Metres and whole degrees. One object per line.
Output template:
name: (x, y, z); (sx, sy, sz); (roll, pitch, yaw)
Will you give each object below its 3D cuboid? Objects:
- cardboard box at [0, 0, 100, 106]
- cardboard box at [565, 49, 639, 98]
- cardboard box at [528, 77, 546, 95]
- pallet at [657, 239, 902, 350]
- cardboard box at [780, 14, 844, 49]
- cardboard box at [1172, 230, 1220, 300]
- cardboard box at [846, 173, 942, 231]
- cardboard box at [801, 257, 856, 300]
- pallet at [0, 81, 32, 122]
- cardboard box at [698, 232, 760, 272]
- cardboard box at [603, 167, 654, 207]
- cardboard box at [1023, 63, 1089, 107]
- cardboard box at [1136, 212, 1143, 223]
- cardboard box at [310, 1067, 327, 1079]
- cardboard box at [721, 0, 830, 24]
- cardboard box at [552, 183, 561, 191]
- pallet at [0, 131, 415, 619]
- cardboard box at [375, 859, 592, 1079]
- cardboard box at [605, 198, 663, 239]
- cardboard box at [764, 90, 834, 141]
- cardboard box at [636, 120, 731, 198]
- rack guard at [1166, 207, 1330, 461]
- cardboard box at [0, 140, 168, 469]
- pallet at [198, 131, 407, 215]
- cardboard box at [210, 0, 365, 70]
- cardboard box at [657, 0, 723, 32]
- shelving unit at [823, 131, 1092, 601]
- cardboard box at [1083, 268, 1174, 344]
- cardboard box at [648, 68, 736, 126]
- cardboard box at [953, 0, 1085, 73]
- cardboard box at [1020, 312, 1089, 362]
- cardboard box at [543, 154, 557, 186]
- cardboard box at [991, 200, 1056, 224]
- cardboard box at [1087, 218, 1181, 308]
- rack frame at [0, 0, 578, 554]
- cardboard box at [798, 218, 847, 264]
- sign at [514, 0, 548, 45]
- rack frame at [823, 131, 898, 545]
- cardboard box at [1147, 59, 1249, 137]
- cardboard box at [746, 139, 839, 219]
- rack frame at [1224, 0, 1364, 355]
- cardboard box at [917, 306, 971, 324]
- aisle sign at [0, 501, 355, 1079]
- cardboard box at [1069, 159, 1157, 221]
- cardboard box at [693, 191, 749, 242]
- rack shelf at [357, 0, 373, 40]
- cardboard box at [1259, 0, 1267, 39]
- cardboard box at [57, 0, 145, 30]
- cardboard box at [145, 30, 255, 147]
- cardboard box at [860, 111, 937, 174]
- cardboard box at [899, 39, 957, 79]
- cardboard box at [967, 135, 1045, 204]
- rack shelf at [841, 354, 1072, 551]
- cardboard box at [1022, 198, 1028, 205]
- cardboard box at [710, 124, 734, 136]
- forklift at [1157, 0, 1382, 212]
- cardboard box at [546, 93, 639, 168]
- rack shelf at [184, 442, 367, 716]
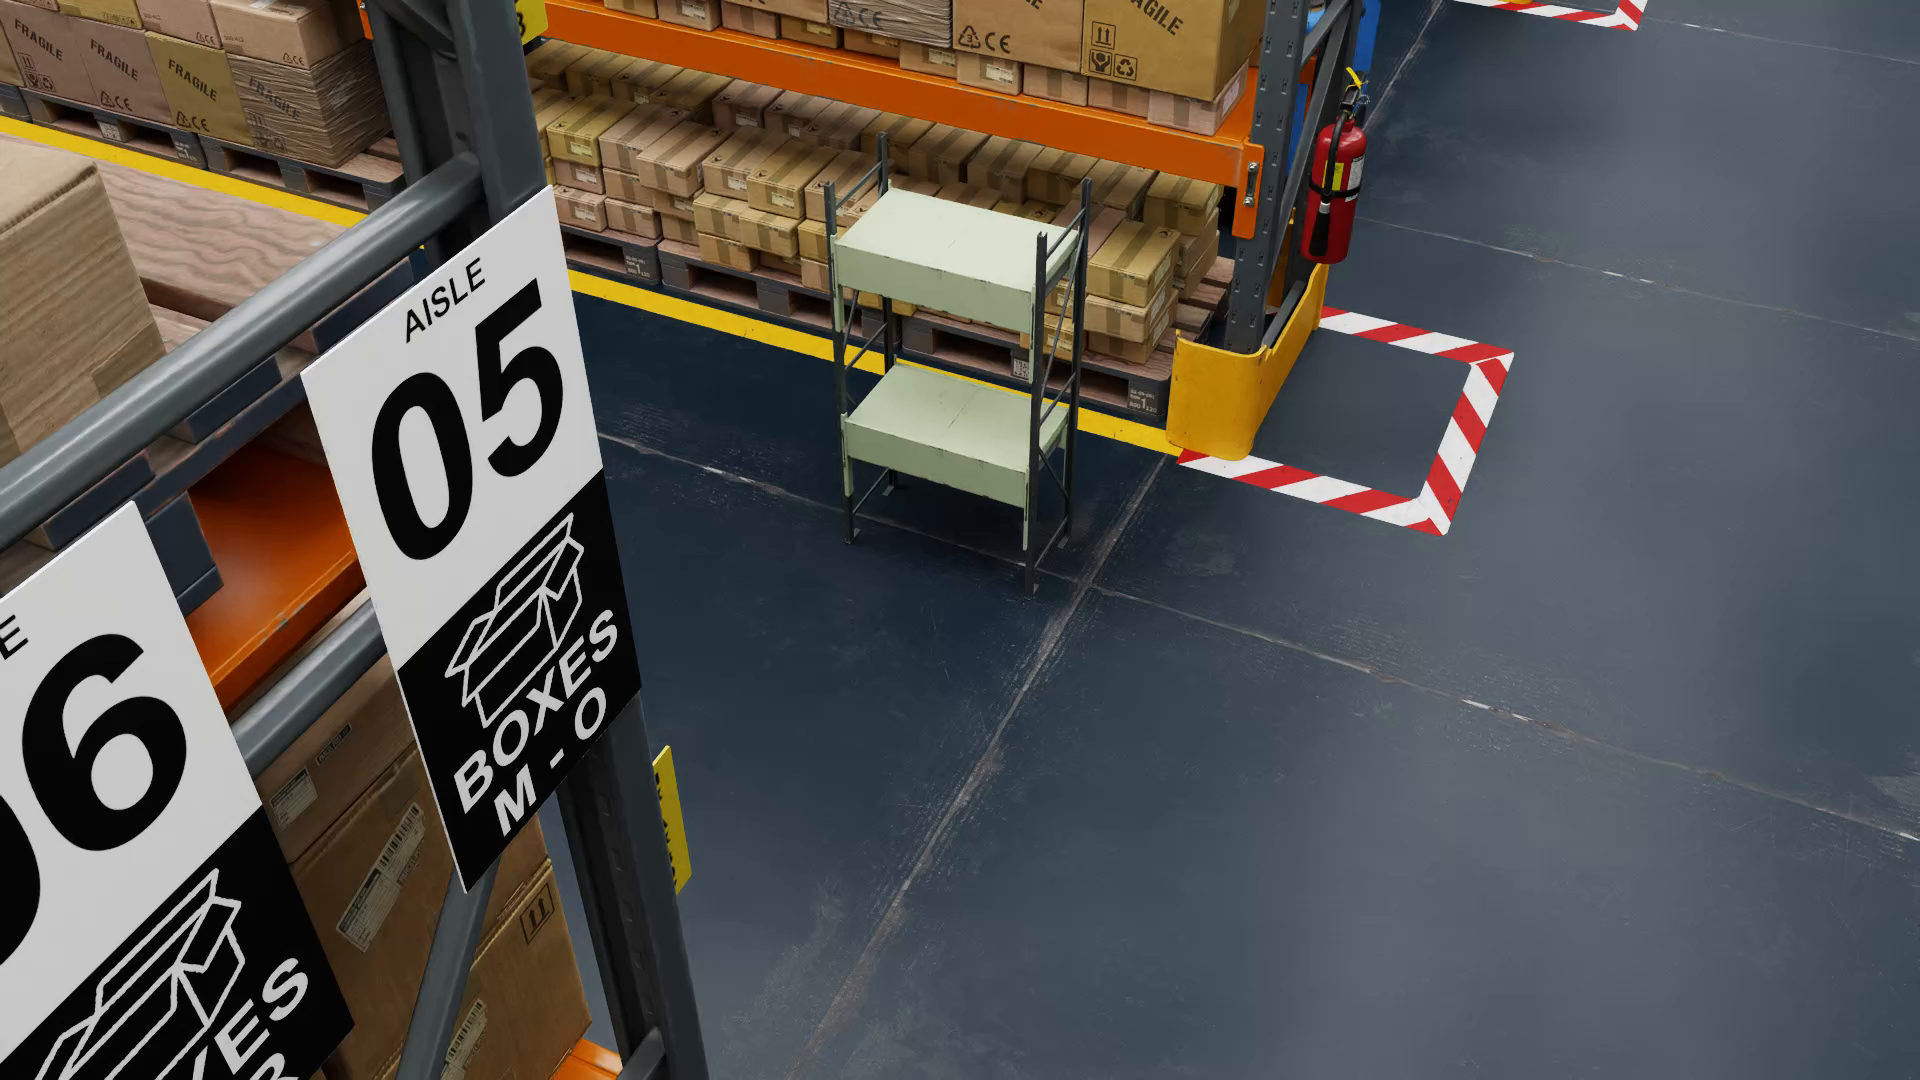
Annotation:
cardboard box: (-4.511, -2.612, 8.561); (0.500, 0.500, 0.500); (16, 43, 18)
cardboard box: (-1.662, -2.229, 7.933); (0.250, 0.149, 0.380); (18, 44, 19)
cardboard box: (-2.119, -2.002, 7.671); (0.250, 0.149, 0.380); (19, 44, 20)
pallet: (-0.610, -1.358, 7.656); (1.213, 0.211, 1.003); (17, 44, 19)
cardboard box: (-0.511, -2.107, 6.582); (0.250, 0.149, 0.380); (18, 44, 19)
cardboard box: (0.942, -1.223, 7.226); (0.250, 0.149, 0.380); (18, 44, 19)
cardboard box: (-0.272, -1.359, 6.930); (0.250, 0.149, 0.380); (19, 44, 20)
cardboard box: (-0.489, -1.227, 7.231); (0.250, 0.149, 0.380); (18, 44, 19)
pallet: (-5.261, -2.751, 9.262); (1.213, 0.211, 1.003); (17, 44, 19)
cardboard box: (-0.956, -1.369, 7.395); (0.250, 0.149, 0.380); (16, 43, 17)
cardboard box: (-1.403, -1.678, 7.525); (0.250, 0.149, 0.380); (15, 43, 16)
cardboard box: (0.424, -1.785, 6.211); (0.250, 0.149, 0.380); (17, 44, 18)
cardboard box: (0.691, -1.407, 7.212); (0.250, 0.149, 0.380); (17, 44, 18)
cardboard box: (-1.257, 0.752, 2.252); (0.500, 0.500, 0.500); (18, 44, 20)
cardboard box: (-0.610, -2.353, 6.371); (0.500, 0.500, 0.500); (19, 44, 21)
cardboard box: (-1.908, -1.630, 7.696); (0.250, 0.149, 0.380); (18, 44, 20)
pallet: (-1.396, -0.139, 1.898); (1.213, 0.211, 1.003); (17, 44, 19)
cardboard box: (-1.033, 0.819, 2.939); (0.500, 0.500, 0.500); (17, 44, 18)
cardboard box: (-1.410, -1.551, 7.606); (0.250, 0.149, 0.380); (16, 43, 18)
cardboard box: (-0.698, -1.958, 7.621); (0.250, 0.149, 0.380); (16, 43, 17)
cardboard box: (-1.202, -1.672, 7.290); (0.250, 0.149, 0.380); (18, 44, 20)
rack guard: (1.213, -0.883, 6.887); (0.348, 0.500, 1.175); (17, 44, 19)
cardboard box: (-1.166, -0.185, 1.600); (0.500, 0.250, 0.500); (13, 43, 15)
pallet: (-3.049, -2.075, 8.483); (1.213, 0.211, 1.003); (17, 44, 19)
cardboard box: (-3.125, -2.468, 7.822); (0.500, 0.250, 0.500); (16, 43, 18)
cardboard box: (-1.011, -2.210, 6.702); (0.250, 0.149, 0.380); (19, 44, 20)
shelving unit: (-0.006, -0.569, 5.761); (0.755, 1.500, 0.431); (17, 44, 19)
cardboard box: (0.683, -0.977, 6.716); (0.250, 0.149, 0.380); (16, 43, 18)
cardboard box: (-1.232, -2.046, 7.722); (0.250, 0.149, 0.380); (18, 44, 20)
cardboard box: (0.301, -2.074, 6.049); (0.500, 0.500, 0.500); (16, 44, 18)
cardboard box: (0.441, -0.921, 6.878); (0.250, 0.149, 0.380); (18, 44, 20)
cardboard box: (-1.883, -1.801, 7.666); (0.250, 0.149, 0.380); (17, 44, 19)
cardboard box: (0.203, -1.209, 6.756); (0.250, 0.149, 0.380); (16, 43, 18)
cardboard box: (0.695, -1.109, 6.641); (0.250, 0.149, 0.380); (17, 44, 19)
rack frame: (-0.720, -1.107, 0.657); (0.127, 3.000, 1.000); (17, 44, 19)
cardboard box: (-0.488, -1.337, 7.132); (0.250, 0.149, 0.380); (19, 44, 21)
sign: (-0.480, -0.662, 1.705); (0.005, 0.325, 0.100); (17, 44, 19)
rack frame: (-0.338, -0.670, 5.878); (0.023, 1.500, 0.400); (17, 44, 19)
cardboard box: (0.867, -1.634, 6.037); (0.250, 0.149, 0.380); (17, 44, 19)
cardboard box: (-0.713, -1.554, 7.154); (0.250, 0.149, 0.380); (17, 44, 19)
rack frame: (1.282, -1.806, 6.044); (0.127, 3.000, 1.000); (17, 44, 19)
cardboard box: (0.008, -1.106, 7.091); (0.250, 0.149, 0.380); (17, 44, 19)
aisle sign: (-0.786, 0.381, 1.535); (0.004, 0.787, 0.394); (17, 44, 19)
cardboard box: (0.650, -1.464, 7.051); (0.250, 0.149, 0.380); (18, 44, 19)
cardboard box: (-0.962, -1.480, 7.297); (0.250, 0.149, 0.380); (17, 44, 18)
rack shelf: (-4.156, -3.196, 8.196); (4.000, 0.370, 1.077); (17, 44, 19)
cardboard box: (0.992, -2.245, 6.246); (0.500, 0.500, 0.500); (19, 44, 21)
cardboard box: (-4.070, -2.756, 8.155); (0.500, 0.250, 0.500); (15, 43, 17)
cardboard box: (-3.585, -2.326, 8.231); (0.500, 0.500, 0.500); (16, 43, 18)
cardboard box: (-0.251, -1.812, 7.452); (0.250, 0.149, 0.380); (18, 44, 19)
cardboard box: (-0.044, -1.933, 6.381); (0.250, 0.149, 0.380); (15, 43, 17)
cardboard box: (0.216, -1.629, 7.242); (0.250, 0.149, 0.380); (15, 43, 17)
rack shelf: (-0.006, -0.322, 5.974); (0.720, 0.370, 0.431); (17, 44, 19)
cardboard box: (0.245, -1.557, 7.386); (0.250, 0.149, 0.380); (18, 44, 20)
cardboard box: (-0.998, -1.891, 7.771); (0.250, 0.149, 0.380); (18, 44, 20)
forklift: (0.494, -3.276, 7.792); (3.031, 2.935, 1.130); (18, 44, 20)
cardboard box: (-1.644, -1.849, 7.495); (0.250, 0.149, 0.380); (16, 44, 18)
rack shelf: (-2.532, -0.256, 2.514); (4.000, 0.370, 1.077); (17, 44, 19)
